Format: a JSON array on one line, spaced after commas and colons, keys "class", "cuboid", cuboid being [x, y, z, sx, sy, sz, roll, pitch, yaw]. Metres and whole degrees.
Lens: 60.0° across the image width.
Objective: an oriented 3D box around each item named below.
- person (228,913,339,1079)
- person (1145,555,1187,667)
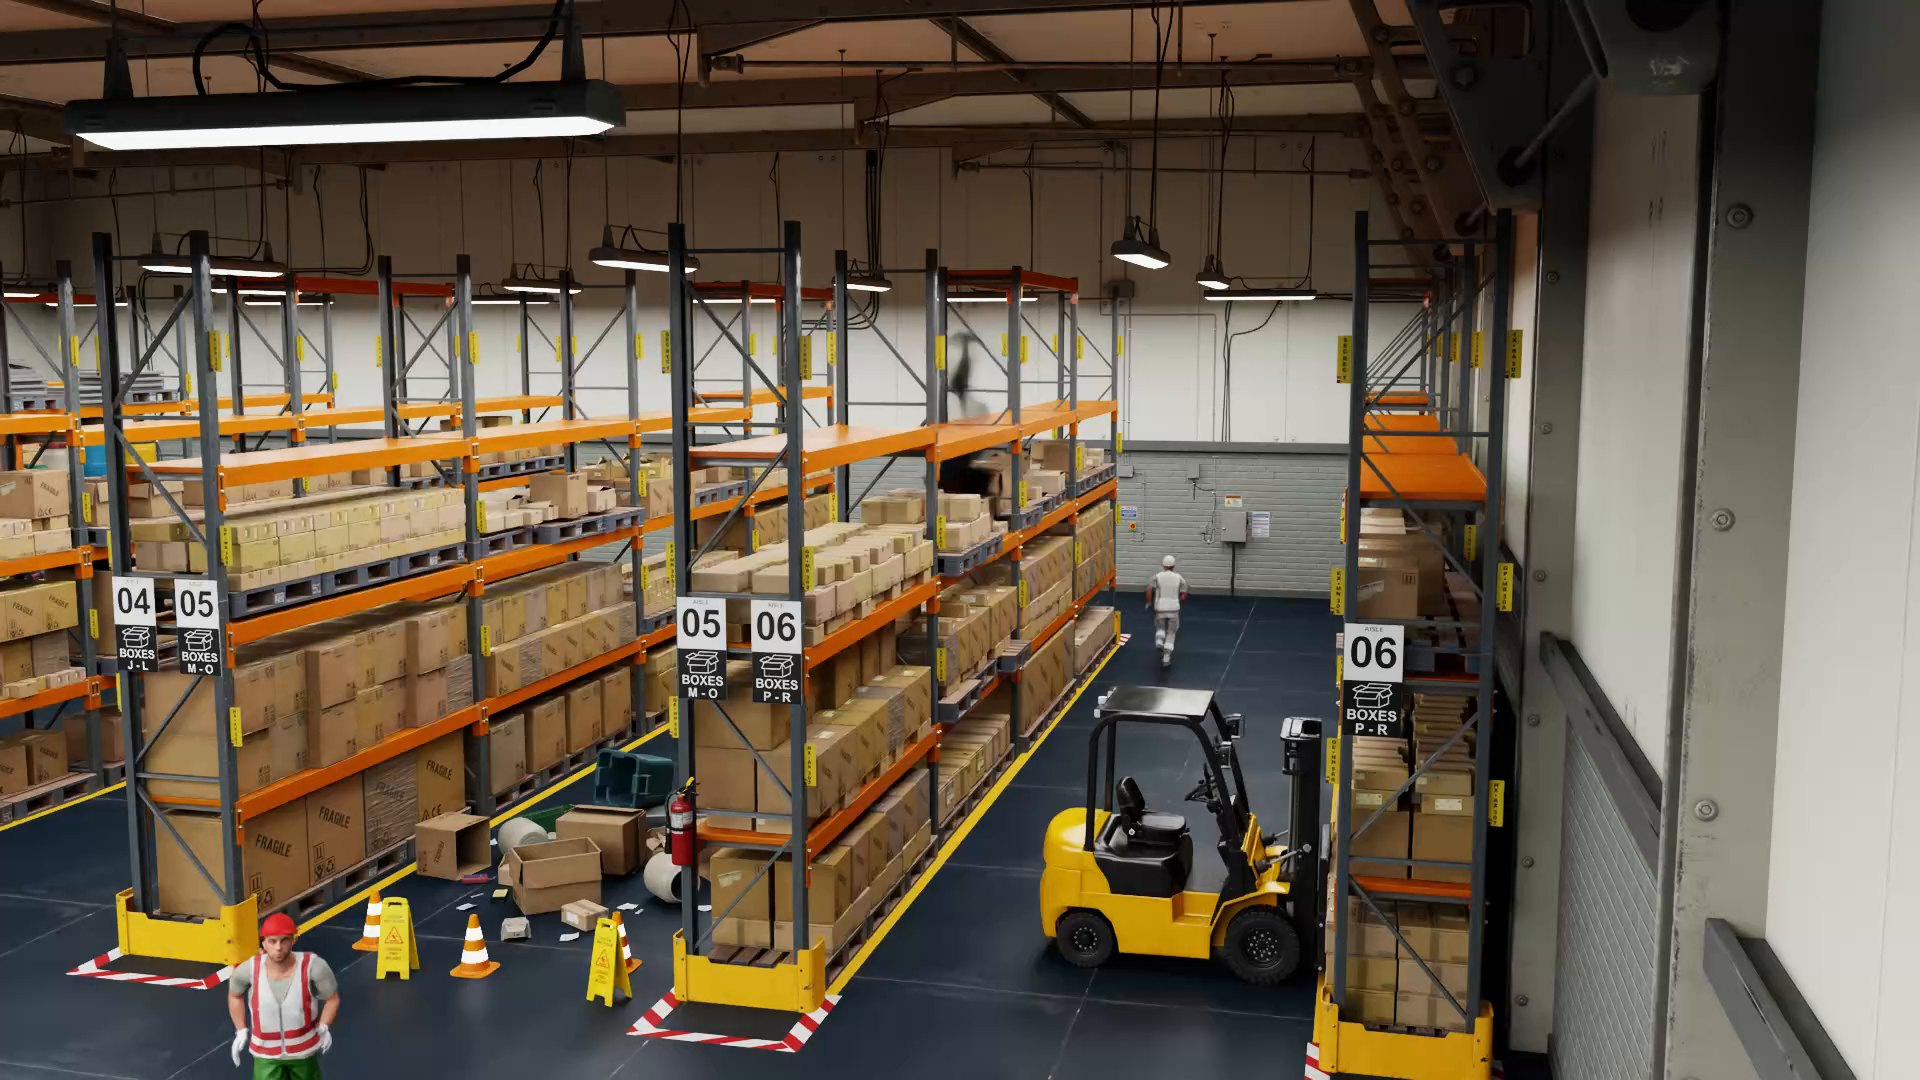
[{"class": "person", "cuboid": [-4.088, 3.079, 10.086, 0.631, 1.775, 0.900, -2, 7, -18]}, {"class": "person", "cuboid": [3.261, 1.095, 26.299, 0.661, 1.735, 0.642, 1, 7, 10]}]
